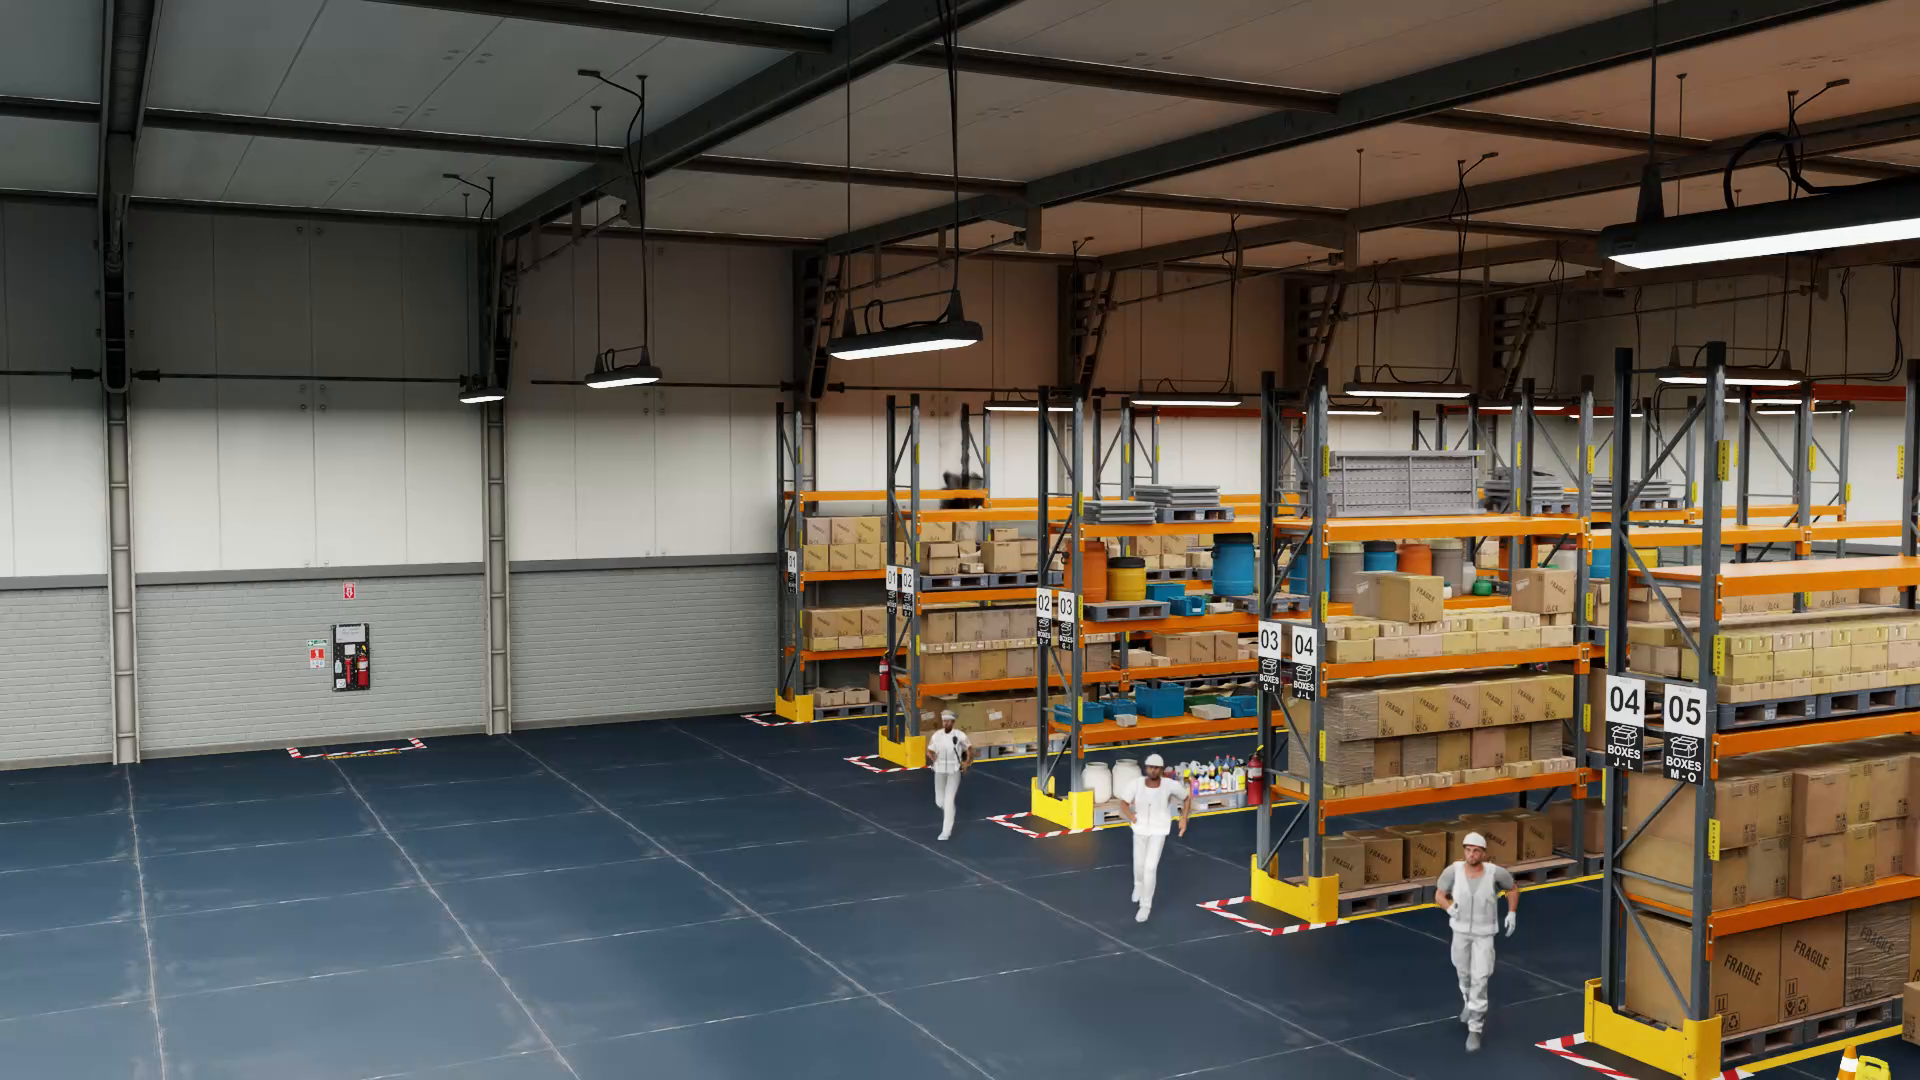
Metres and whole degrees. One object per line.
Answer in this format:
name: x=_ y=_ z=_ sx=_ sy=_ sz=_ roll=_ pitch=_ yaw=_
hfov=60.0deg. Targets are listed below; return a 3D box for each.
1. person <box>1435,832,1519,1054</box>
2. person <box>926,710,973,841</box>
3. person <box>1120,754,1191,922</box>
person: x=4.489 y=3.447 z=14.501 sx=0.681 sy=1.835 sz=0.848 roll=2 pitch=4 yaw=27
person: x=-0.141 y=3.069 z=22.032 sx=0.594 sy=1.679 sz=0.811 roll=1 pitch=3 yaw=15
person: x=2.141 y=3.229 z=18.371 sx=0.762 sy=1.772 sz=0.931 roll=1 pitch=3 yaw=18
